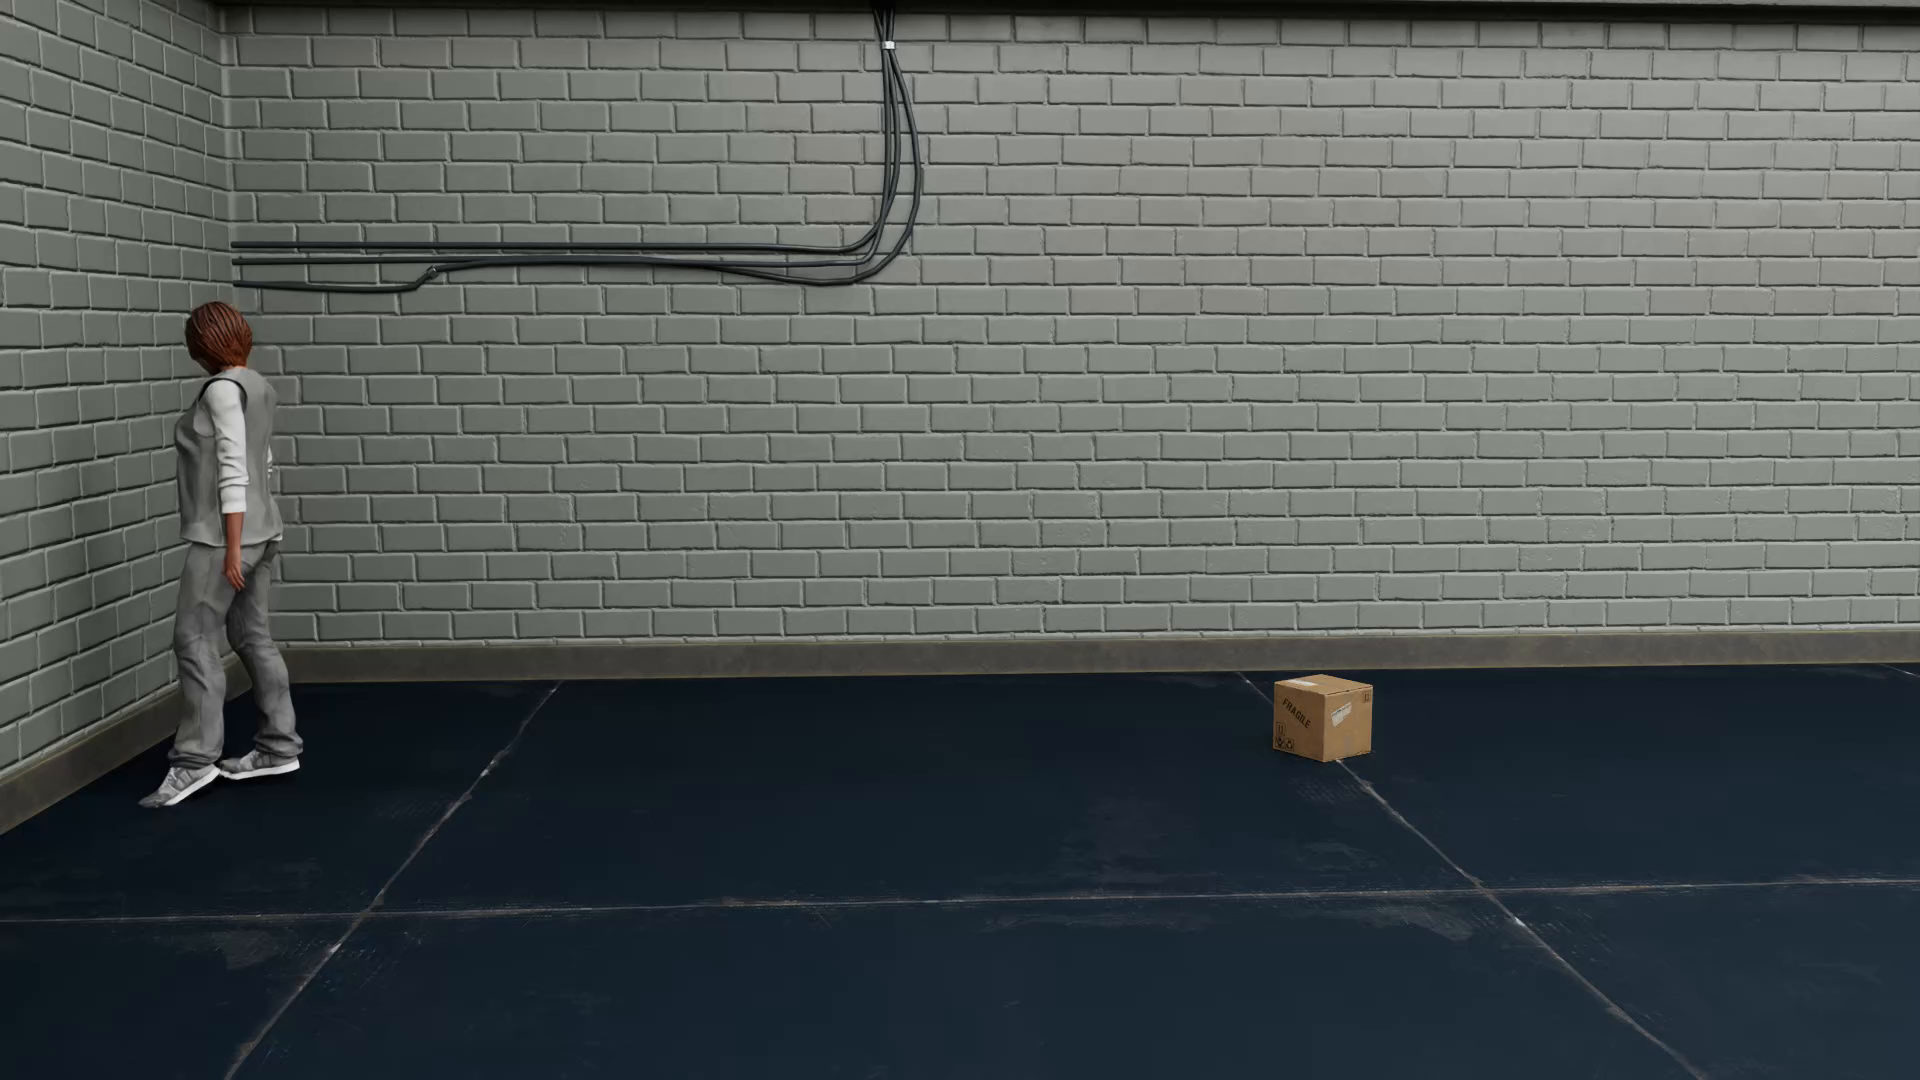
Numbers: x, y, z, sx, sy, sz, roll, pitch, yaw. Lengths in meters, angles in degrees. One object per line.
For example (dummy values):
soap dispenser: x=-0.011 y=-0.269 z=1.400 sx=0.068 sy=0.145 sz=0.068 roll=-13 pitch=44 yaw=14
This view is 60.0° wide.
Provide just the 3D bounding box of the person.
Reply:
person: x=-2.401 y=0.302 z=5.499 sx=0.380 sy=0.875 sz=0.354 roll=-1 pitch=7 yaw=-5
